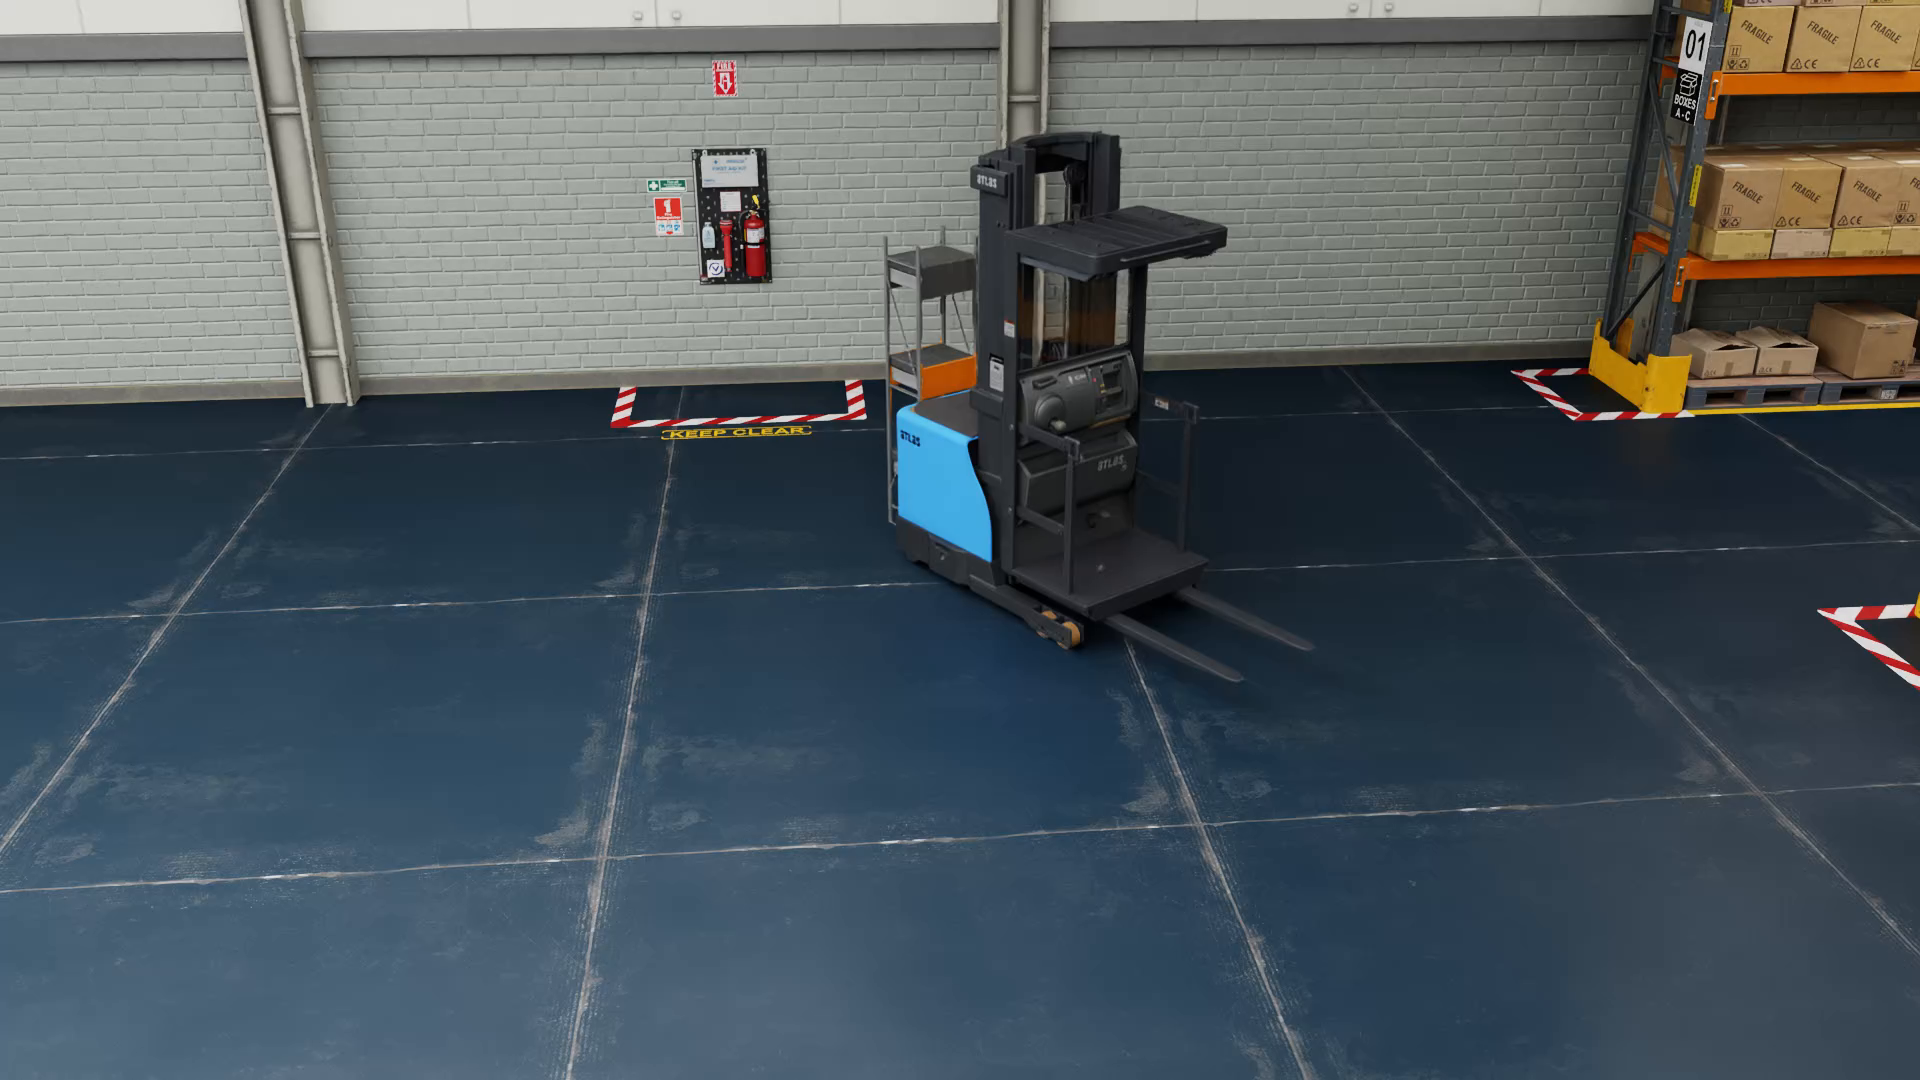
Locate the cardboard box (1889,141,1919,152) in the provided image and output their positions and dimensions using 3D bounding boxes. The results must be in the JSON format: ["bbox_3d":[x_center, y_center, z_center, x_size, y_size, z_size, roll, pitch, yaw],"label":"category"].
[{"bbox_3d":[8.364,-3.157,14.397,0.500,0.500,0.500,-2,24,-4],"label":"cardboard box"}]

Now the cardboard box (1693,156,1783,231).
[{"bbox_3d":[6.388,-2.866,13.743,0.500,0.500,0.500,-2,24,-5],"label":"cardboard box"}]

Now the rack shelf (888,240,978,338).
[{"bbox_3d":[-0.197,-1.714,11.331,0.480,0.518,0.431,-18,29,-34],"label":"rack shelf"}]

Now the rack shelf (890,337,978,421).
[{"bbox_3d":[-0.197,-1.075,11.615,0.480,0.518,0.431,-18,29,-34],"label":"rack shelf"}]

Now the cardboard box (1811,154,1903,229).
[{"bbox_3d":[7.395,-2.900,13.819,0.500,0.500,0.500,-3,24,-7],"label":"cardboard box"}]

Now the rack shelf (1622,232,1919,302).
[{"bbox_3d":[7.874,-2.437,14.425,4.000,0.370,1.077,-2,24,-5],"label":"rack shelf"}]

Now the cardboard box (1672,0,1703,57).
[{"bbox_3d":[6.274,-4.230,13.733,0.500,0.500,0.500,-1,24,-1],"label":"cardboard box"}]

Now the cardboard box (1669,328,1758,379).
[{"bbox_3d":[6.581,-1.649,14.536,0.500,0.311,0.500,-5,24,-11],"label":"cardboard box"}]

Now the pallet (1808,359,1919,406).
[{"bbox_3d":[7.982,-1.480,14.820,1.213,0.211,1.003,-2,24,-5],"label":"pallet"}]

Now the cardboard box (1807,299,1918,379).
[{"bbox_3d":[7.883,-1.767,14.569,0.500,0.500,0.700,-4,24,-8],"label":"cardboard box"}]

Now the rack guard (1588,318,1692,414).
[{"bbox_3d":[5.959,-1.546,14.613,0.348,0.500,1.175,-2,24,-5],"label":"rack guard"}]

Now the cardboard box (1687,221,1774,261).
[{"bbox_3d":[6.400,-2.517,13.880,0.500,0.250,0.500,-3,24,-7],"label":"cardboard box"}]

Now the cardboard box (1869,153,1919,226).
[{"bbox_3d":[7.908,-2.926,13.876,0.500,0.500,0.500,-2,24,-3],"label":"cardboard box"}]

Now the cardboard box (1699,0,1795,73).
[{"bbox_3d":[6.241,-4.023,13.268,0.500,0.500,0.500,-2,24,-4],"label":"cardboard box"}]

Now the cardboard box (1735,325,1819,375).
[{"bbox_3d":[7.148,-1.672,14.587,0.500,0.311,0.500,0,24,-1],"label":"cardboard box"}]

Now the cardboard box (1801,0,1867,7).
[{"bbox_3d":[6.795,-4.485,13.075,0.500,0.500,0.500,-3,24,-6],"label":"cardboard box"}]

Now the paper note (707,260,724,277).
[{"bbox_3d":[-2.122,-2.359,14.448,0.142,0.148,0.016,-2,24,-5],"label":"paper note"}]

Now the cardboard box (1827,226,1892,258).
[{"bbox_3d":[7.423,-2.562,13.980,0.500,0.250,0.500,-3,24,-6],"label":"cardboard box"}]

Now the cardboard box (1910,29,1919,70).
[{"bbox_3d":[7.826,-4.083,13.402,0.500,0.500,0.500,-1,24,-2],"label":"cardboard box"}]

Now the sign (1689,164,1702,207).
[{"bbox_3d":[5.937,-2.862,13.430,0.005,0.325,0.100,-2,24,-5],"label":"sign"}]

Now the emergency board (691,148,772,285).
[{"bbox_3d":[-1.939,-2.740,14.222,0.643,1.169,0.194,-2,24,-5],"label":"emergency board"}]

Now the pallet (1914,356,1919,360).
[{"bbox_3d":[9.199,-1.530,14.932,1.213,0.211,1.003,-2,24,-5],"label":"pallet"}]

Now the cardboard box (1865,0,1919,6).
[{"bbox_3d":[7.304,-4.510,13.131,0.500,0.500,0.500,-2,24,-4],"label":"cardboard box"}]

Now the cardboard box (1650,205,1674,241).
[{"bbox_3d":[6.329,-2.723,14.344,0.500,0.250,0.500,-2,24,-4],"label":"cardboard box"}]

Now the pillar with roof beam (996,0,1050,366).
[{"bbox_3d":[0.947,-3.825,9.276,0.400,9.000,9.100,-2,24,-5],"label":"pillar with roof beam"}]

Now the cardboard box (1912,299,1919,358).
[{"bbox_3d":[8.835,-1.846,14.747,0.500,0.500,0.500,-4,24,-9],"label":"cardboard box"}]

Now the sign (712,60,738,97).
[{"bbox_3d":[-1.957,-3.840,13.841,0.199,0.298,0.001,-2,24,-5],"label":"sign"}]

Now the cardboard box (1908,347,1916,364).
[{"bbox_3d":[8.270,-1.688,14.822,0.250,0.149,0.380,-4,24,-9],"label":"cardboard box"}]

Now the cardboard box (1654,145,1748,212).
[{"bbox_3d":[6.331,-3.074,14.209,0.500,0.500,0.500,-3,24,-6],"label":"cardboard box"}]

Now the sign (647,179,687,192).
[{"bbox_3d":[-2.494,-3.015,14.144,0.331,0.109,0.001,-2,24,-5],"label":"sign"}]

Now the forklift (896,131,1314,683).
[{"bbox_3d":[0.876,-0.897,10.160,1.130,2.935,3.031,-18,30,-35],"label":"forklift"}]

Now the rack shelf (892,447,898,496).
[{"bbox_3d":[-0.196,-0.435,11.900,0.480,0.518,0.431,-18,29,-34],"label":"rack shelf"}]

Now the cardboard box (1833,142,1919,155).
[{"bbox_3d":[7.849,-3.132,14.341,0.500,0.500,0.500,-2,24,-4],"label":"cardboard box"}]

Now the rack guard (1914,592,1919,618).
[{"bbox_3d":[6.350,0.460,10.100,0.348,0.500,1.175,-2,24,-5],"label":"rack guard"}]

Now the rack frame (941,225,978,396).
[{"bbox_3d":[-0.004,-1.148,11.747,0.015,2.100,0.400,-18,29,-34],"label":"rack frame"}]

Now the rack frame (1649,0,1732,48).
[{"bbox_3d":[5.883,-5.427,12.880,0.127,3.000,1.000,-2,24,-5],"label":"rack frame"}]

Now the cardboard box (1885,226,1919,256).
[{"bbox_3d":[7.926,-2.581,14.024,0.500,0.250,0.500,-2,24,-5],"label":"cardboard box"}]

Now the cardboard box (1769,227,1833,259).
[{"bbox_3d":[6.915,-2.544,13.940,0.500,0.250,0.500,-3,24,-7],"label":"cardboard box"}]

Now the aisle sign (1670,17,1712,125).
[{"bbox_3d":[5.841,-3.749,13.292,0.004,0.787,0.394,-2,24,-5],"label":"aisle sign"}]

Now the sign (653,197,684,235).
[{"bbox_3d":[-2.500,-2.776,14.259,0.234,0.329,0.001,-2,24,-5],"label":"sign"}]

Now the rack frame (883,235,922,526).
[{"bbox_3d":[-0.389,-1.026,11.473,0.015,2.100,0.400,-18,29,-34],"label":"rack frame"}]

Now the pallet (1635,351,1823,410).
[{"bbox_3d":[6.771,-1.432,14.713,1.213,0.211,1.003,-2,24,-5],"label":"pallet"}]

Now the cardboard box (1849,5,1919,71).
[{"bbox_3d":[7.295,-4.053,13.334,0.500,0.500,0.500,-1,24,-3],"label":"cardboard box"}]

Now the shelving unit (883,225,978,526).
[{"bbox_3d":[-0.197,-1.087,11.610,0.503,2.100,0.431,-18,29,-34],"label":"shelving unit"}]

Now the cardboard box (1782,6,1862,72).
[{"bbox_3d":[6.779,-4.030,13.284,0.500,0.500,0.500,-1,24,-2],"label":"cardboard box"}]

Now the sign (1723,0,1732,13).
[{"bbox_3d":[5.937,-4.236,12.819,0.005,0.325,0.100,-2,24,-5],"label":"sign"}]

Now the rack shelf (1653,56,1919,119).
[{"bbox_3d":[7.874,-3.807,13.815,4.000,0.370,1.077,-2,24,-5],"label":"rack shelf"}]

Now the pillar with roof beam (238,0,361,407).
[{"bbox_3d":[-5.024,-3.585,8.737,0.400,9.000,9.100,-2,24,-5],"label":"pillar with roof beam"}]

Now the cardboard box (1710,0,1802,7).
[{"bbox_3d":[6.290,-4.485,13.076,0.500,0.500,0.500,-4,24,-9],"label":"cardboard box"}]

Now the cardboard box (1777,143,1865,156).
[{"bbox_3d":[7.347,-3.112,14.295,0.500,0.500,0.500,-3,24,-7],"label":"cardboard box"}]

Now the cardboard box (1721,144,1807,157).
[{"bbox_3d":[6.833,-3.090,14.245,0.500,0.500,0.500,-2,24,-4],"label":"cardboard box"}]

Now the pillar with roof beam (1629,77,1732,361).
[{"bbox_3d":[6.918,-4.064,9.815,0.400,9.000,9.100,-2,24,-5],"label":"pillar with roof beam"}]

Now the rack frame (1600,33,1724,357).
[{"bbox_3d":[5.883,-2.686,14.099,0.127,3.000,1.000,-2,24,-5],"label":"rack frame"}]

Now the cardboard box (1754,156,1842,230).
[{"bbox_3d":[6.881,-2.882,13.778,0.500,0.500,0.500,-2,24,-5],"label":"cardboard box"}]
